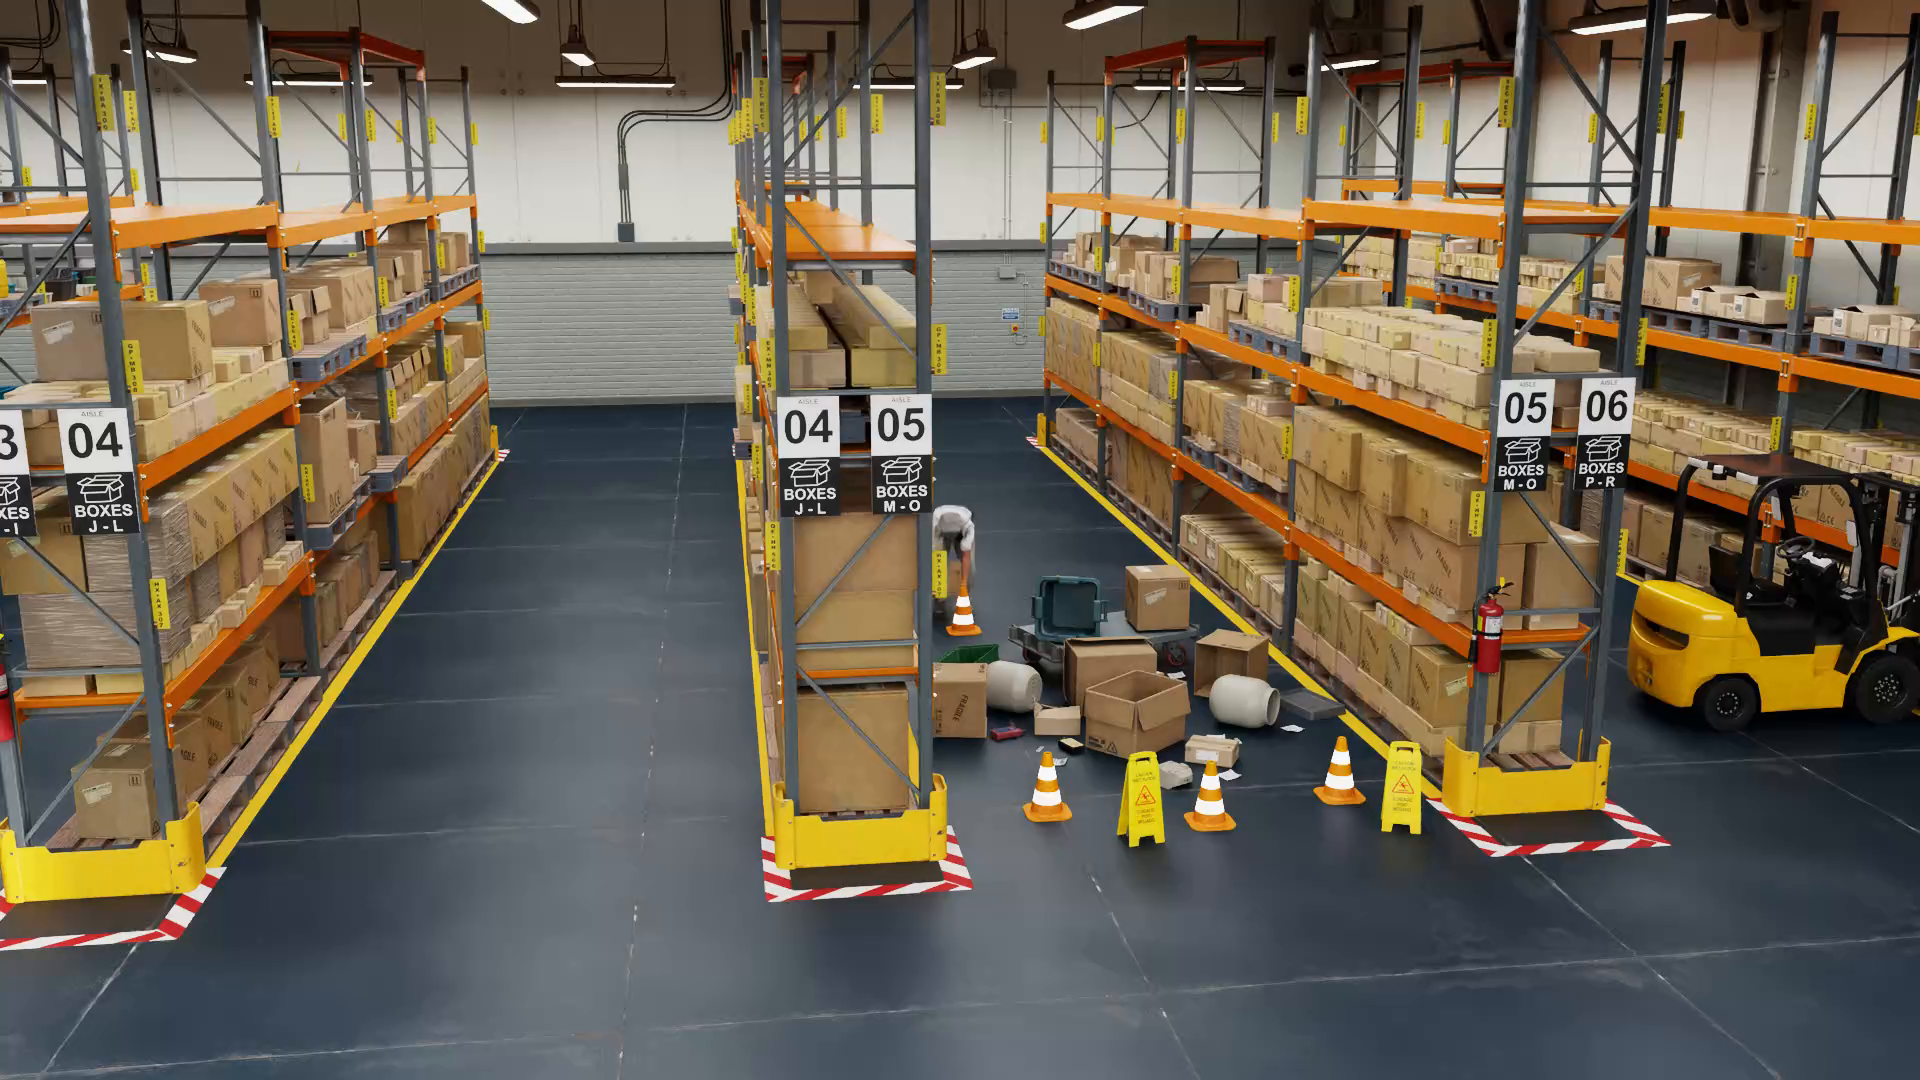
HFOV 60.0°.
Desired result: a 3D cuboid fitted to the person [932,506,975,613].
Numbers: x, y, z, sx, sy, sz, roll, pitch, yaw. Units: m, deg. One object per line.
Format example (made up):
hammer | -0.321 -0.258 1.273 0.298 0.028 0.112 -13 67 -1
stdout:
person | -0.088 0.218 17.269 0.490 1.196 1.038 0 13 2
